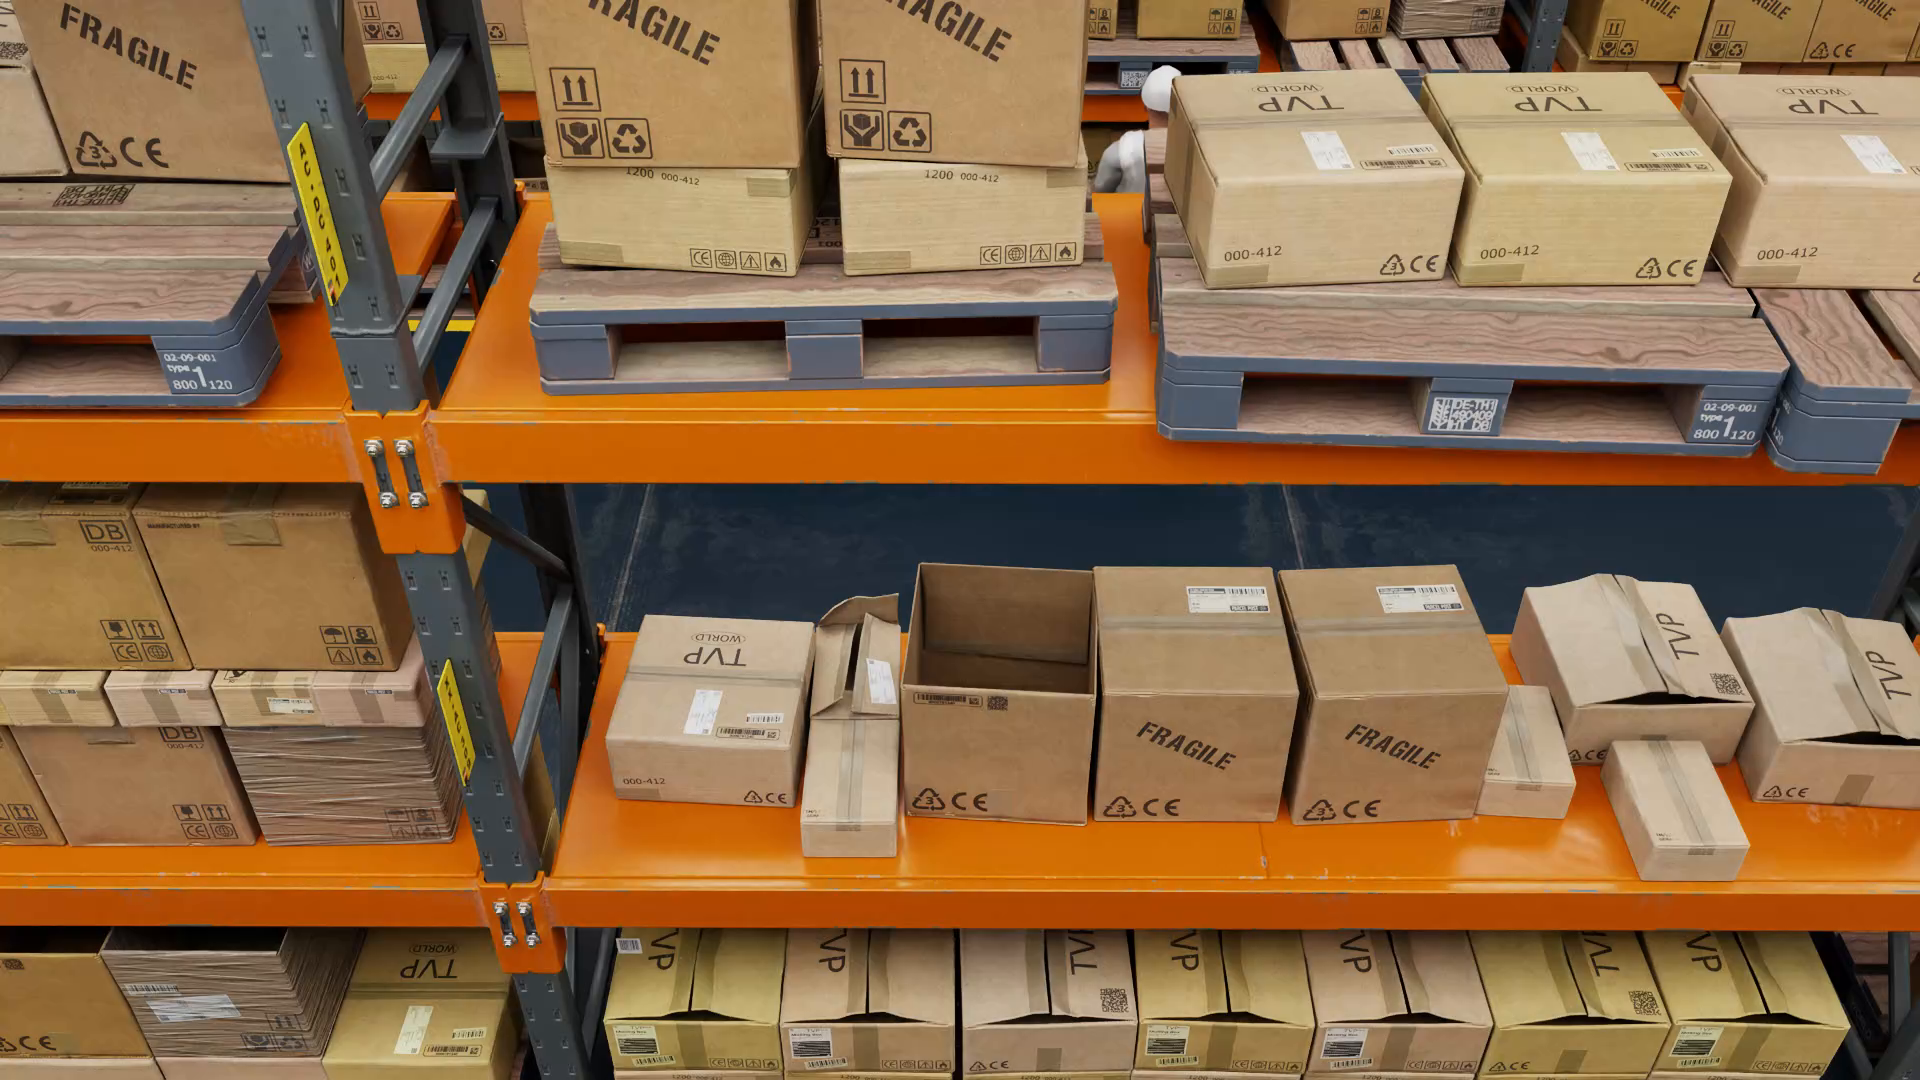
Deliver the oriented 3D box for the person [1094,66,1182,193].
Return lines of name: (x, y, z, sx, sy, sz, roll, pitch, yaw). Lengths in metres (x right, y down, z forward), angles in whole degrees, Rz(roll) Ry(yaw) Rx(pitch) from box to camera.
person: (0.883, -1.421, 7.862, 0.584, 1.805, 0.538, -2, 39, -2)
